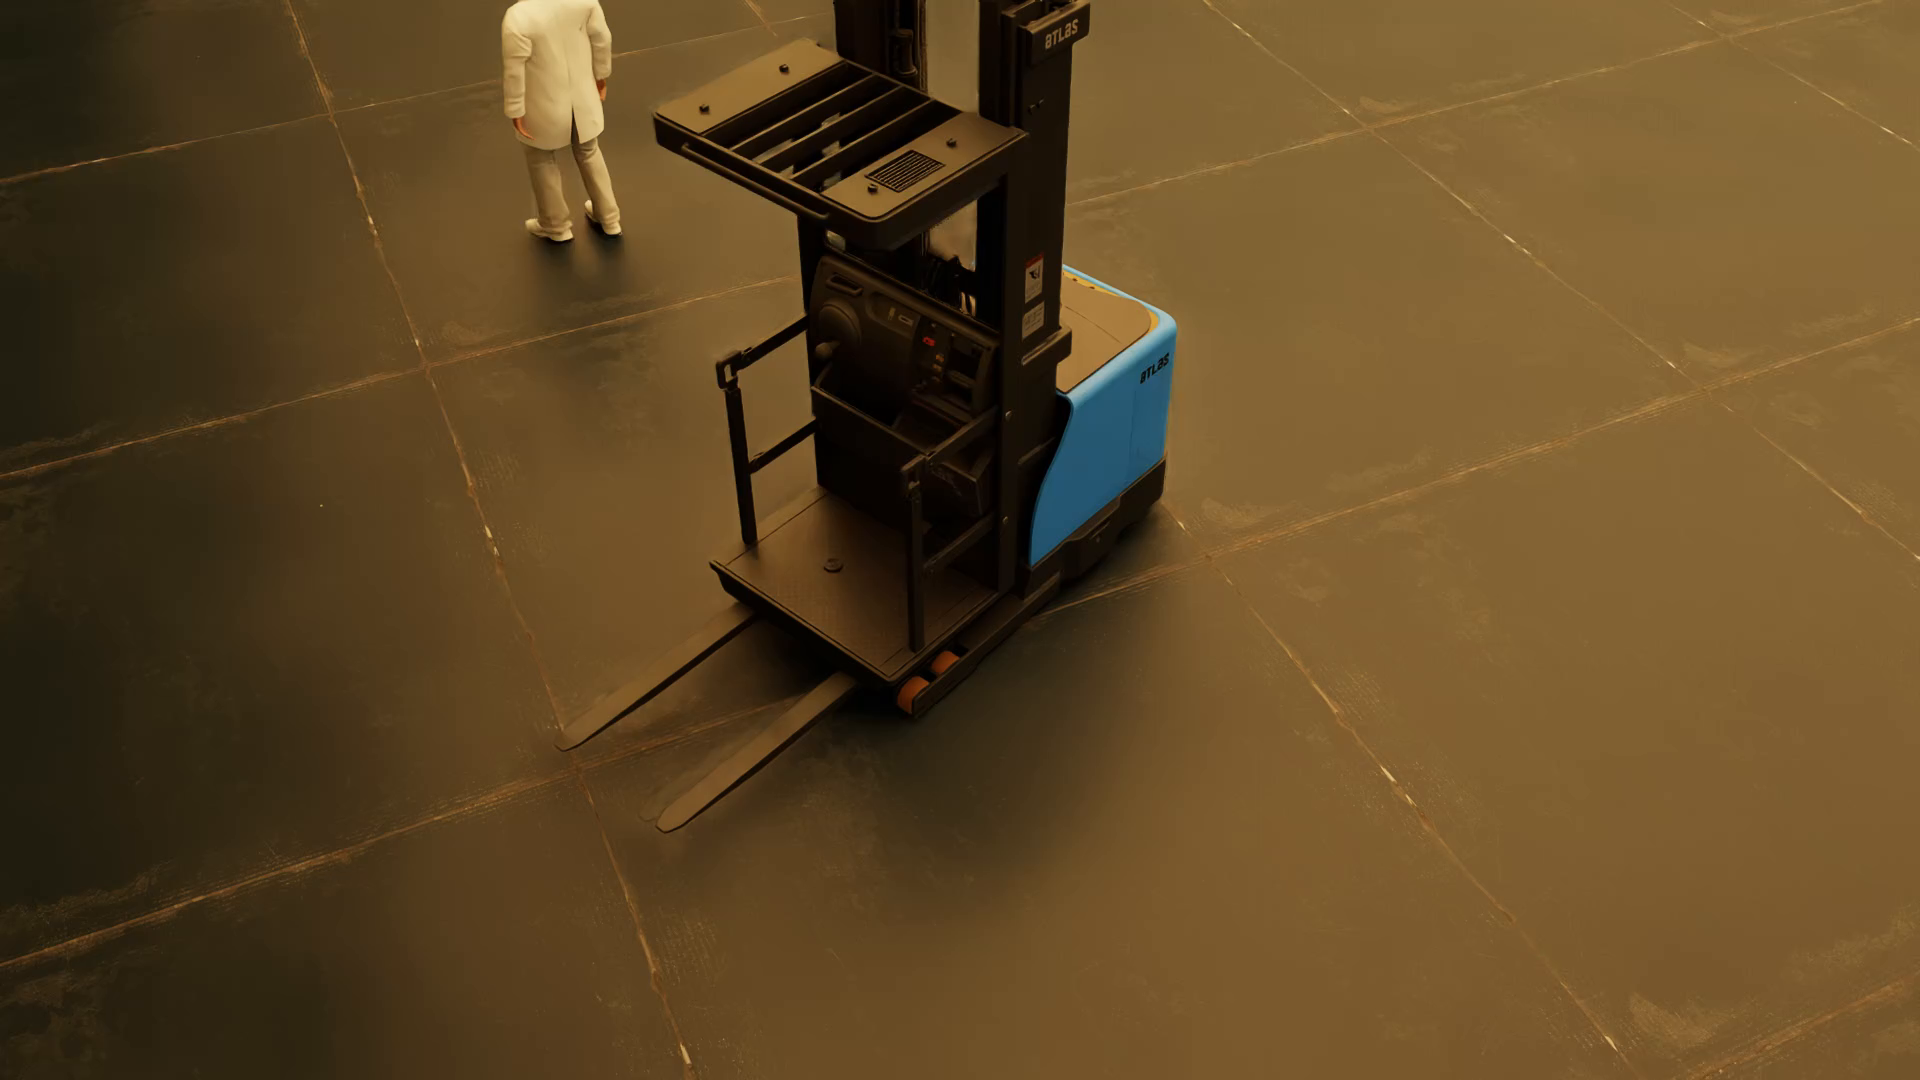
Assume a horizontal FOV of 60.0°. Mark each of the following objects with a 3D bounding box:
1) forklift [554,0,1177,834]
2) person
[{"bbox_3d":[-0.376,-0.723,6.455,1.130,2.935,3.031,31,51,29],"label":"forklift"},{"bbox_3d":[-2.246,-2.466,9.192,0.681,1.802,0.510,-28,50,-27],"label":"person"}]
